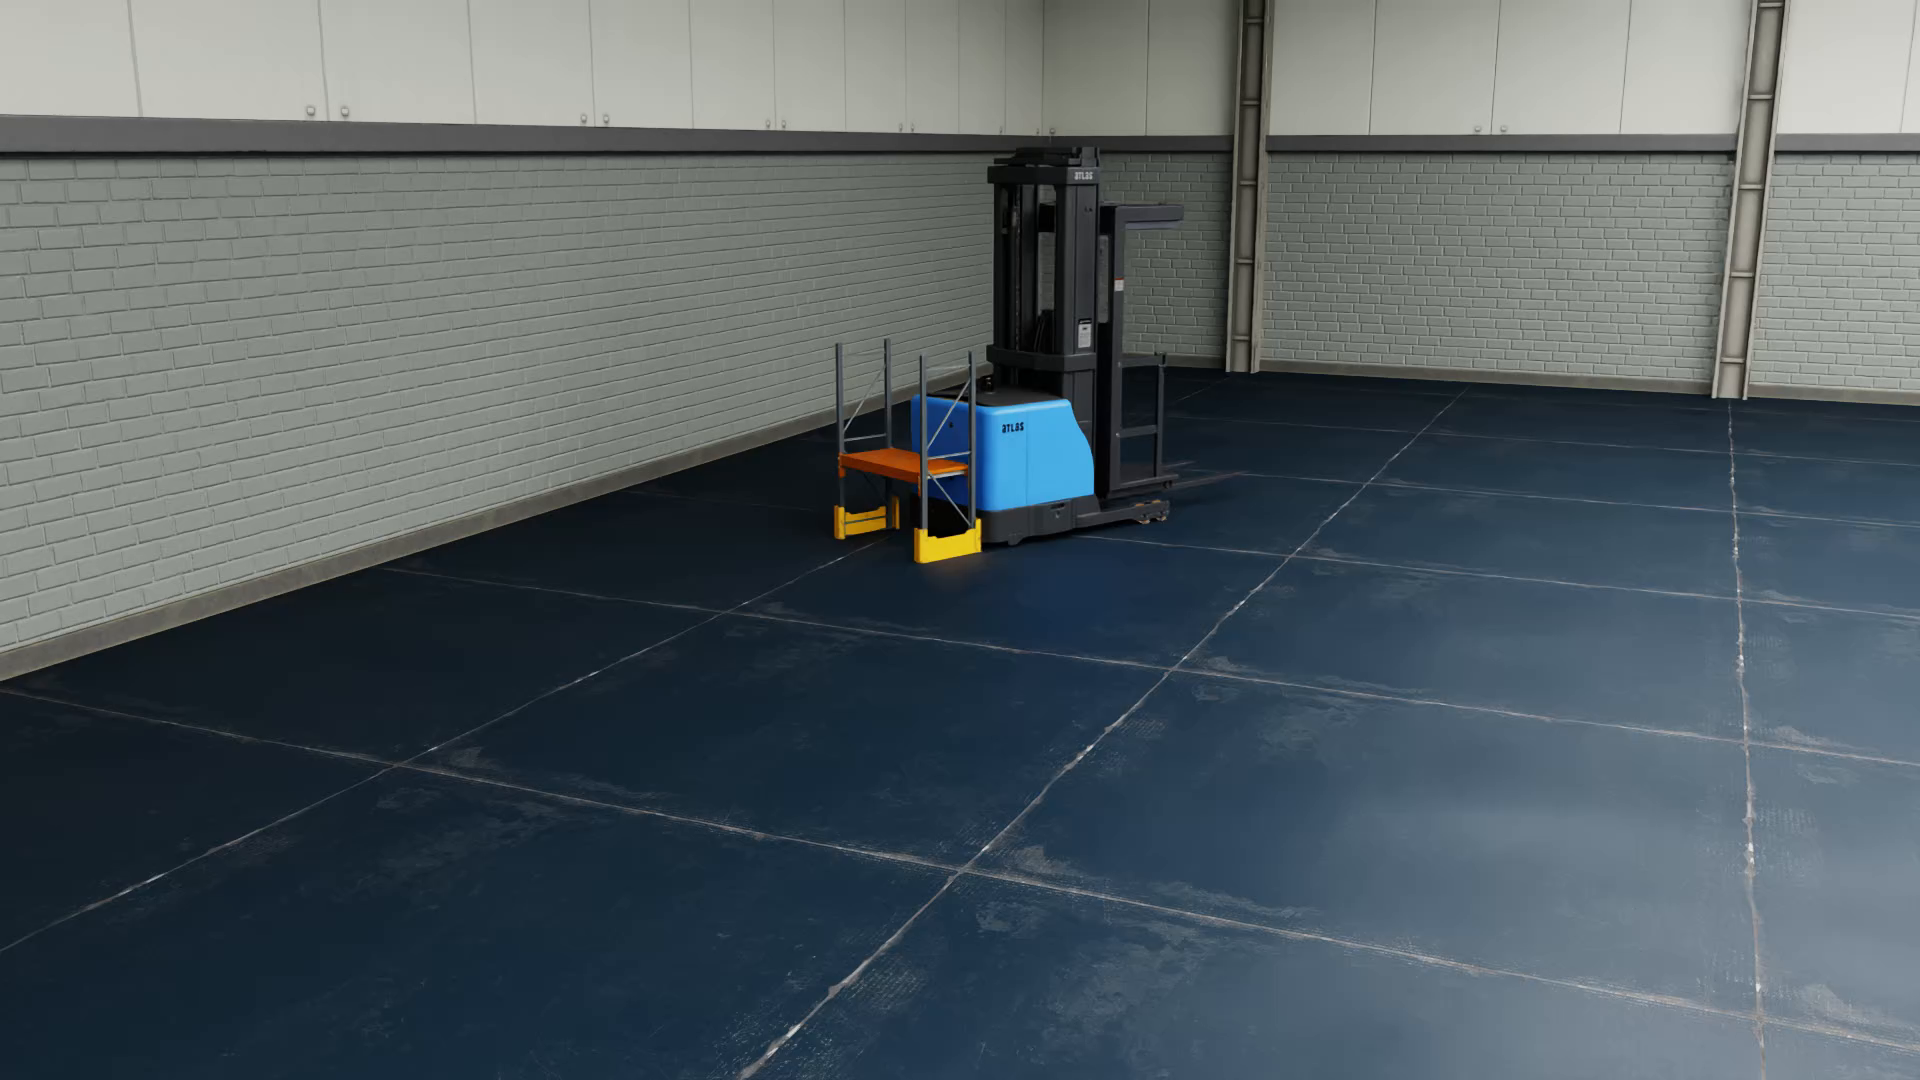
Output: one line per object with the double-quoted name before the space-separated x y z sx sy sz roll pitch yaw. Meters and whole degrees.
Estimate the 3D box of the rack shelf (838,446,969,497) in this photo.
"rack shelf" -0.411 -0.522 12.484 0.538 0.185 1.000 -11 17 -38

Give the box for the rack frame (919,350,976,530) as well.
"rack frame" -0.086 -0.608 12.062 0.500 1.500 0.032 -11 17 -38

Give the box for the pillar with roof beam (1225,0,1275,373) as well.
"pillar with roof beam" 2.077 -5.767 17.631 0.400 9.000 9.100 6 14 23

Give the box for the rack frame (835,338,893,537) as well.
"rack frame" -0.735 -0.787 12.824 0.500 1.500 0.032 -11 17 -38

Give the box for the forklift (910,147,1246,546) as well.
"forklift" 1.068 -1.636 13.310 3.031 2.935 1.130 -10 17 -38

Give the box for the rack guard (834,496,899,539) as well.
"rack guard" -0.723 -0.175 12.952 0.587 0.250 0.087 -11 17 -38

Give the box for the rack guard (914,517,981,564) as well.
"rack guard" -0.087 0.000 12.206 0.587 0.250 0.087 -11 17 -38

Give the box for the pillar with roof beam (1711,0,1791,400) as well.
"pillar with roof beam" 7.563 -5.211 15.265 0.400 9.000 9.100 6 14 23

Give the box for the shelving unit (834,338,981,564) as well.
"shelving unit" -0.405 -0.696 12.436 0.587 1.500 1.083 -11 17 -38
